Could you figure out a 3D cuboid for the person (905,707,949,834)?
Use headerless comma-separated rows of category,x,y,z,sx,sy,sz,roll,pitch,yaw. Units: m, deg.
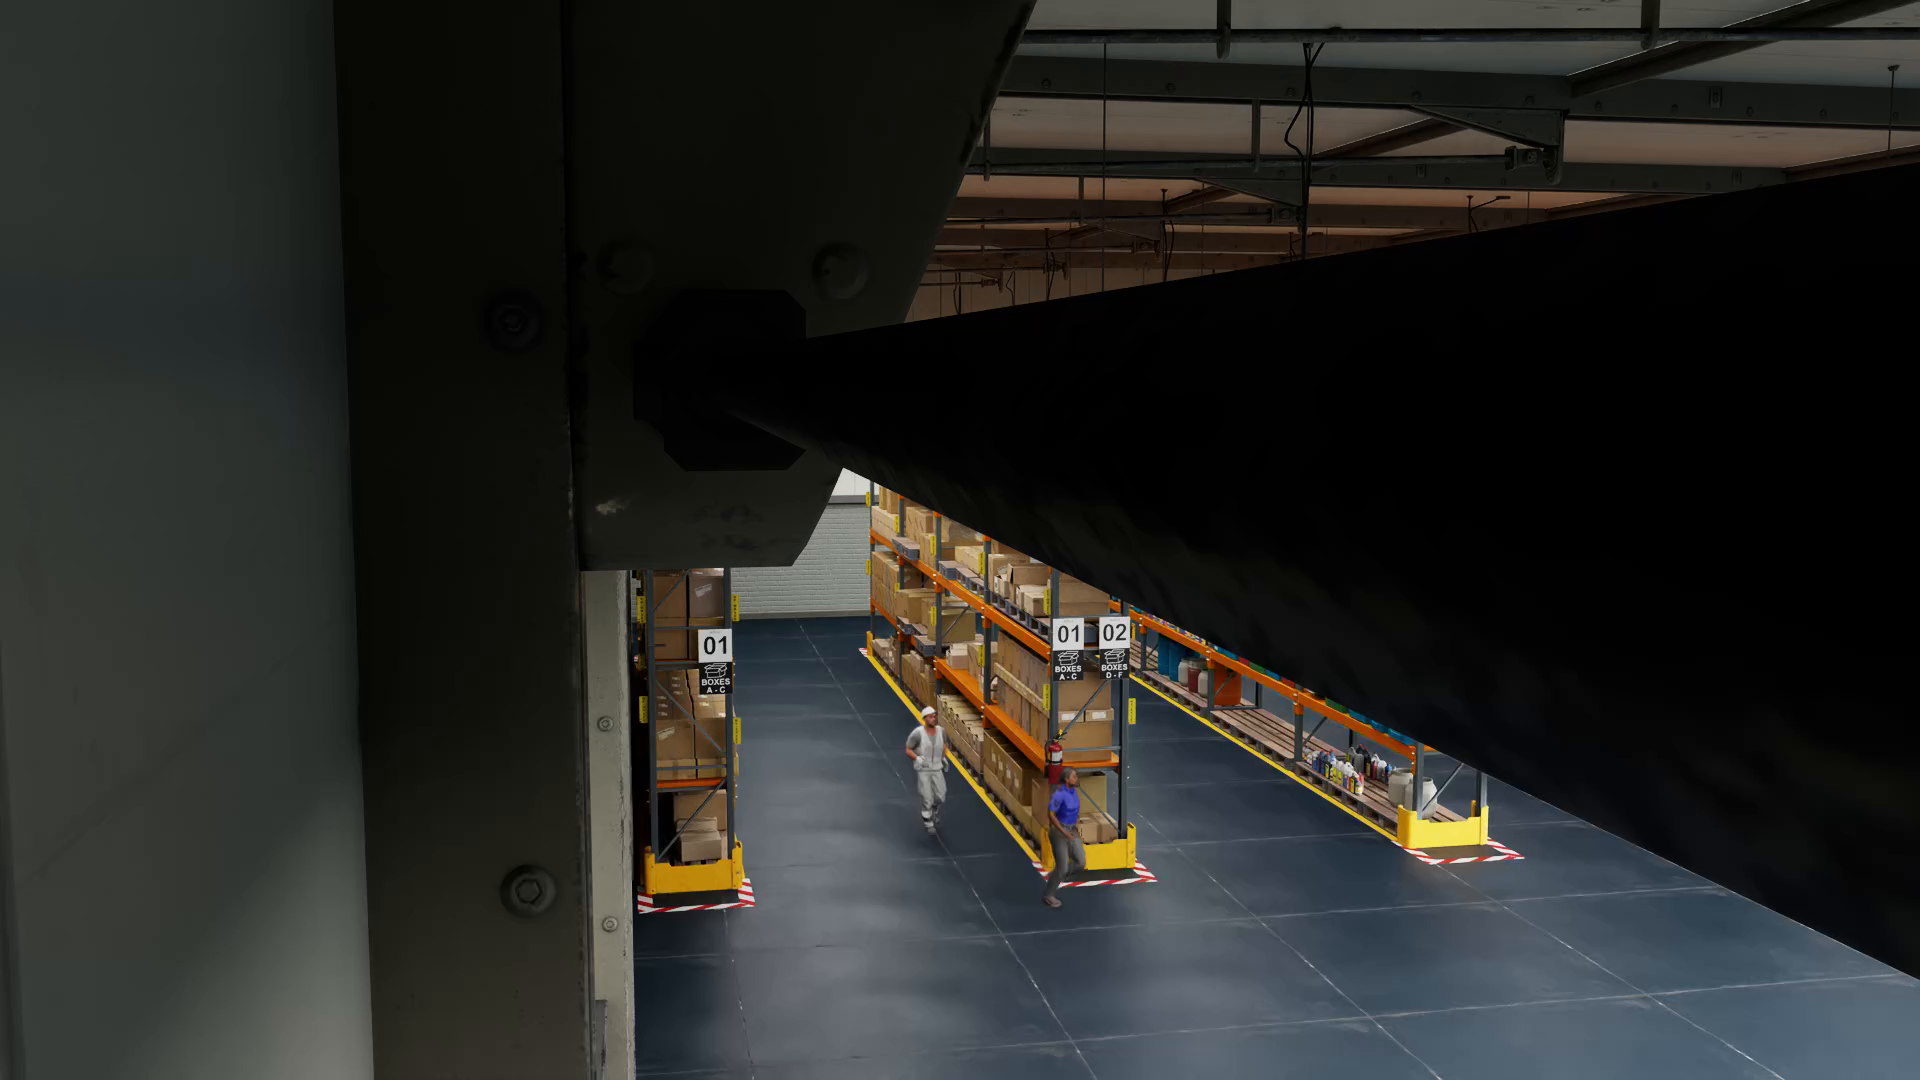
person,-0.409,3.120,22.461,0.636,1.751,0.581,-2,6,-21

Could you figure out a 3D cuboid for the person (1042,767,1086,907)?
person,1.283,3.494,19.700,0.482,1.600,0.632,4,7,35
